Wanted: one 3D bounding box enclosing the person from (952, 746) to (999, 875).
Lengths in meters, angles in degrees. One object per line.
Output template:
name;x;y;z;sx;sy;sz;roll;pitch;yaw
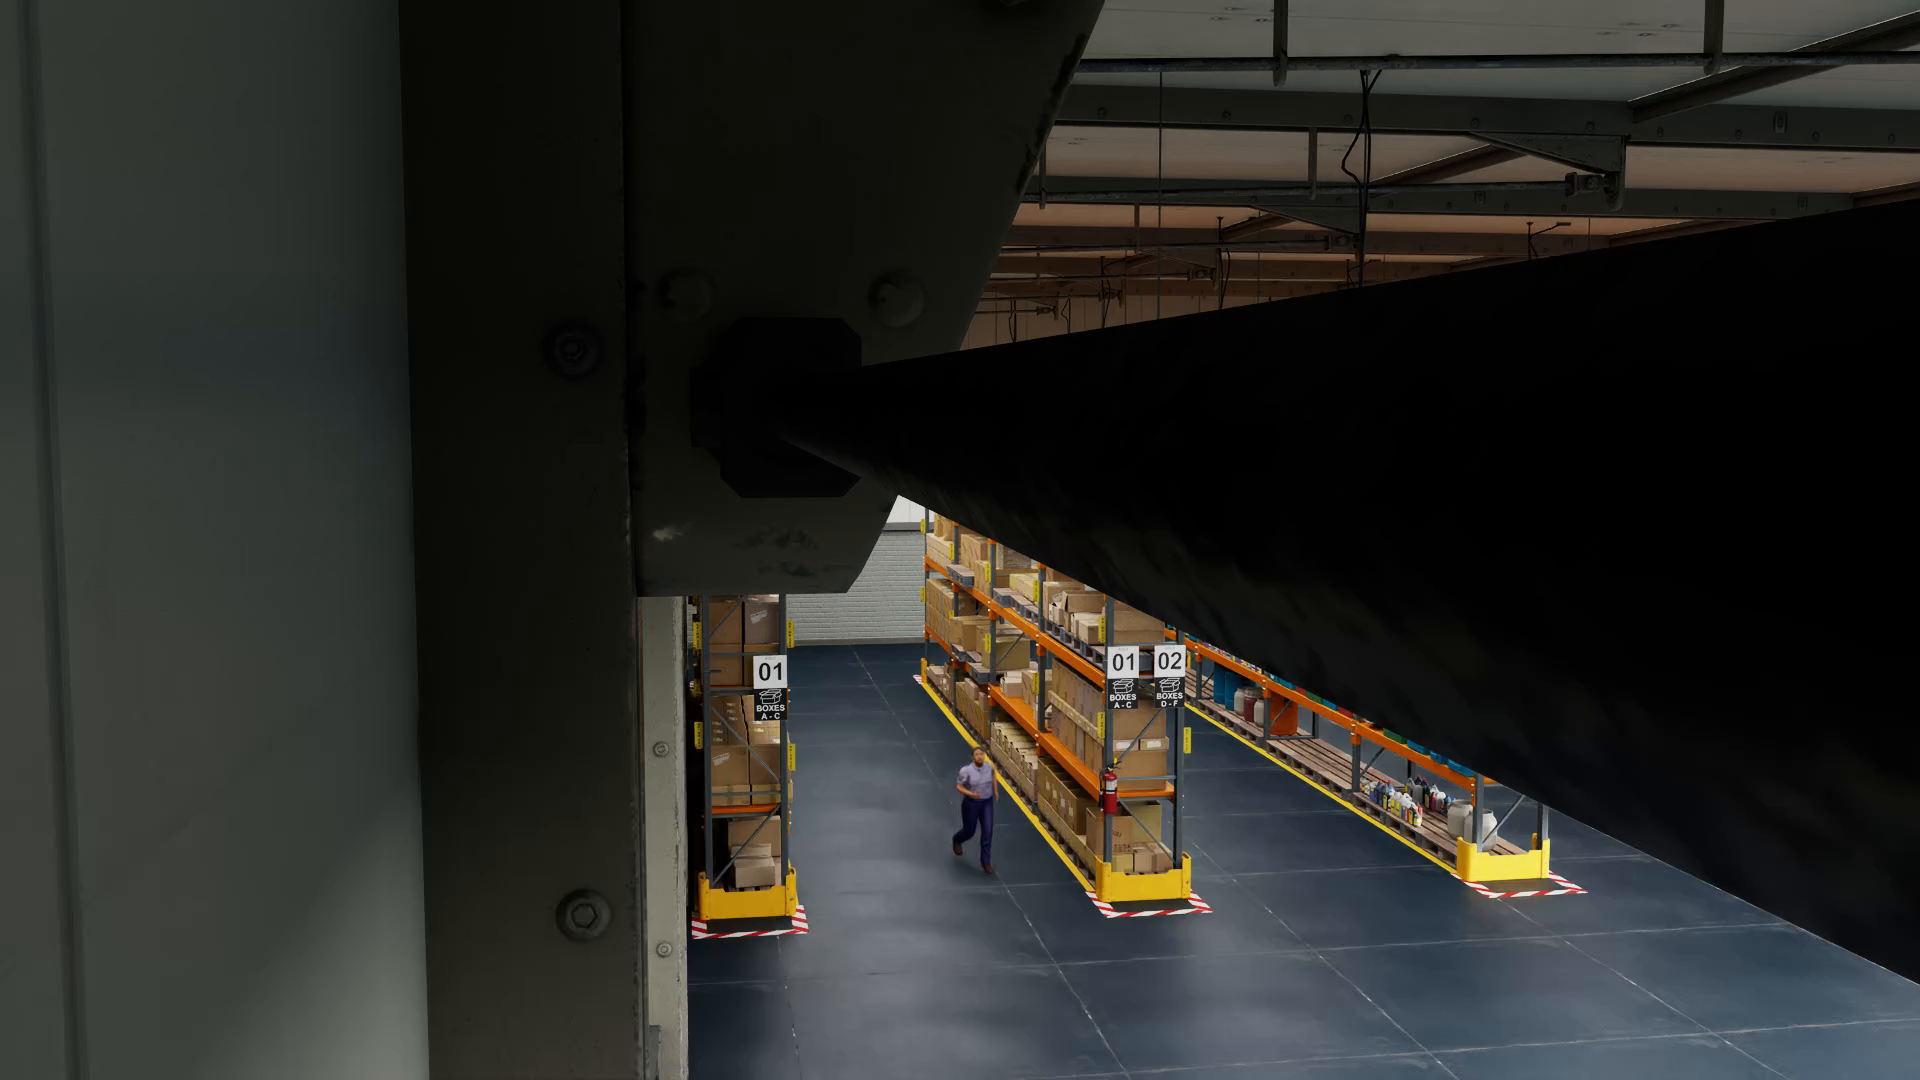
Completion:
person;0.226;3.571;22.254;0.615;1.645;0.914;-2;5;-19
